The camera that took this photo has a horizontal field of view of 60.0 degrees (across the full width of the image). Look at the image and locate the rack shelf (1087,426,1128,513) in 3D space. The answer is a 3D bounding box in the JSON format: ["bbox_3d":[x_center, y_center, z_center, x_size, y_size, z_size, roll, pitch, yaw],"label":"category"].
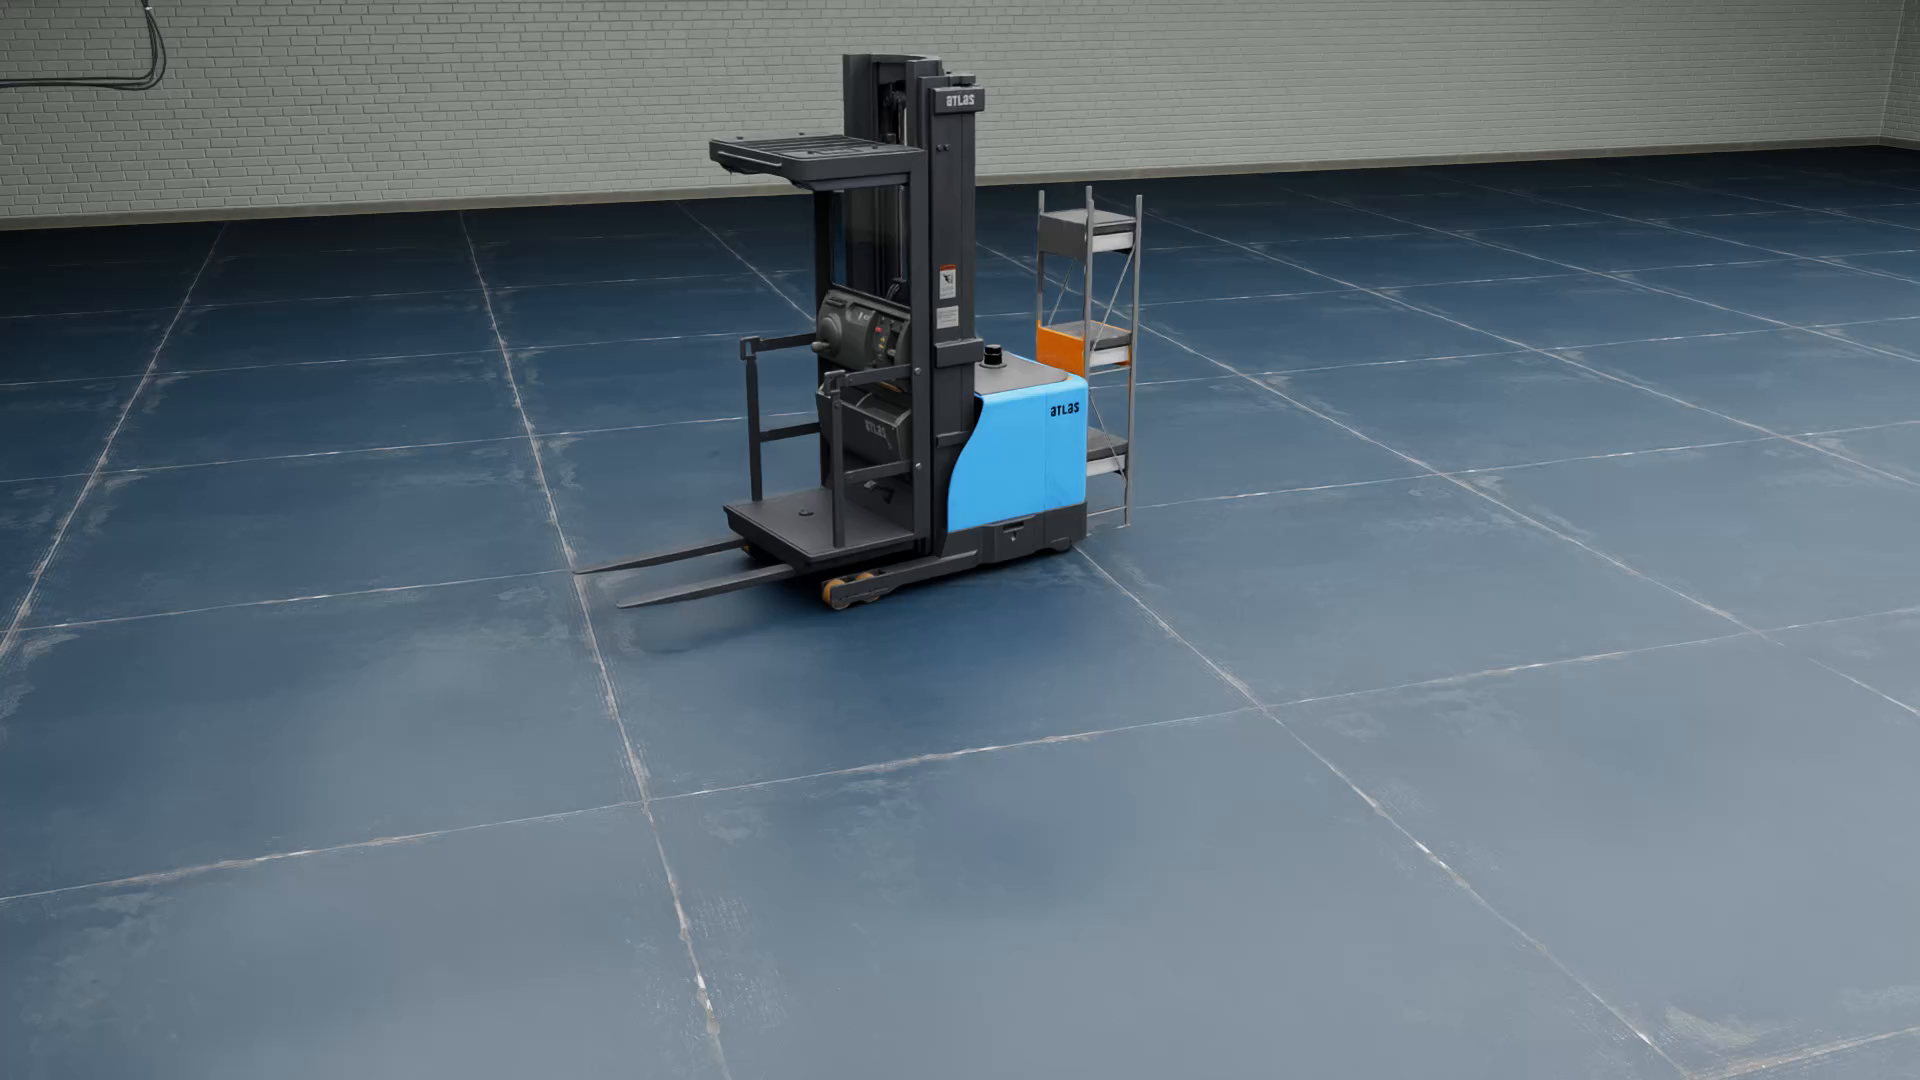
[{"bbox_3d":[0.784,-0.436,10.634,0.431,0.518,0.480,-13,23,-32],"label":"rack shelf"}]

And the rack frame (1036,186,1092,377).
[{"bbox_3d":[0.648,-1.176,10.584,0.400,2.100,0.015,-13,23,-32],"label":"rack frame"}]

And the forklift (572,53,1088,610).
[{"bbox_3d":[-0.727,-1.192,9.399,3.031,2.935,1.130,-13,23,-32],"label":"forklift"}]

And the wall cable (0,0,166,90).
[{"bbox_3d":[-11.754,-6.864,20.809,3.097,2.526,0.112,-6,21,-17],"label":"wall cable"}]

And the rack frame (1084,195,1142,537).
[{"bbox_3d":[0.920,-1.039,10.202,0.400,2.100,0.015,-13,23,-32],"label":"rack frame"}]

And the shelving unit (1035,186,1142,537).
[{"bbox_3d":[0.784,-1.107,10.393,0.431,2.100,0.503,-13,23,-32],"label":"shelving unit"}]

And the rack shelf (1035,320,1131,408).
[{"bbox_3d":[0.784,-1.094,10.398,0.431,0.518,0.480,-13,23,-32],"label":"rack shelf"}]

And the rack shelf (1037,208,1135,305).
[{"bbox_3d":[0.784,-1.753,10.161,0.431,0.518,0.480,-13,23,-32],"label":"rack shelf"}]
